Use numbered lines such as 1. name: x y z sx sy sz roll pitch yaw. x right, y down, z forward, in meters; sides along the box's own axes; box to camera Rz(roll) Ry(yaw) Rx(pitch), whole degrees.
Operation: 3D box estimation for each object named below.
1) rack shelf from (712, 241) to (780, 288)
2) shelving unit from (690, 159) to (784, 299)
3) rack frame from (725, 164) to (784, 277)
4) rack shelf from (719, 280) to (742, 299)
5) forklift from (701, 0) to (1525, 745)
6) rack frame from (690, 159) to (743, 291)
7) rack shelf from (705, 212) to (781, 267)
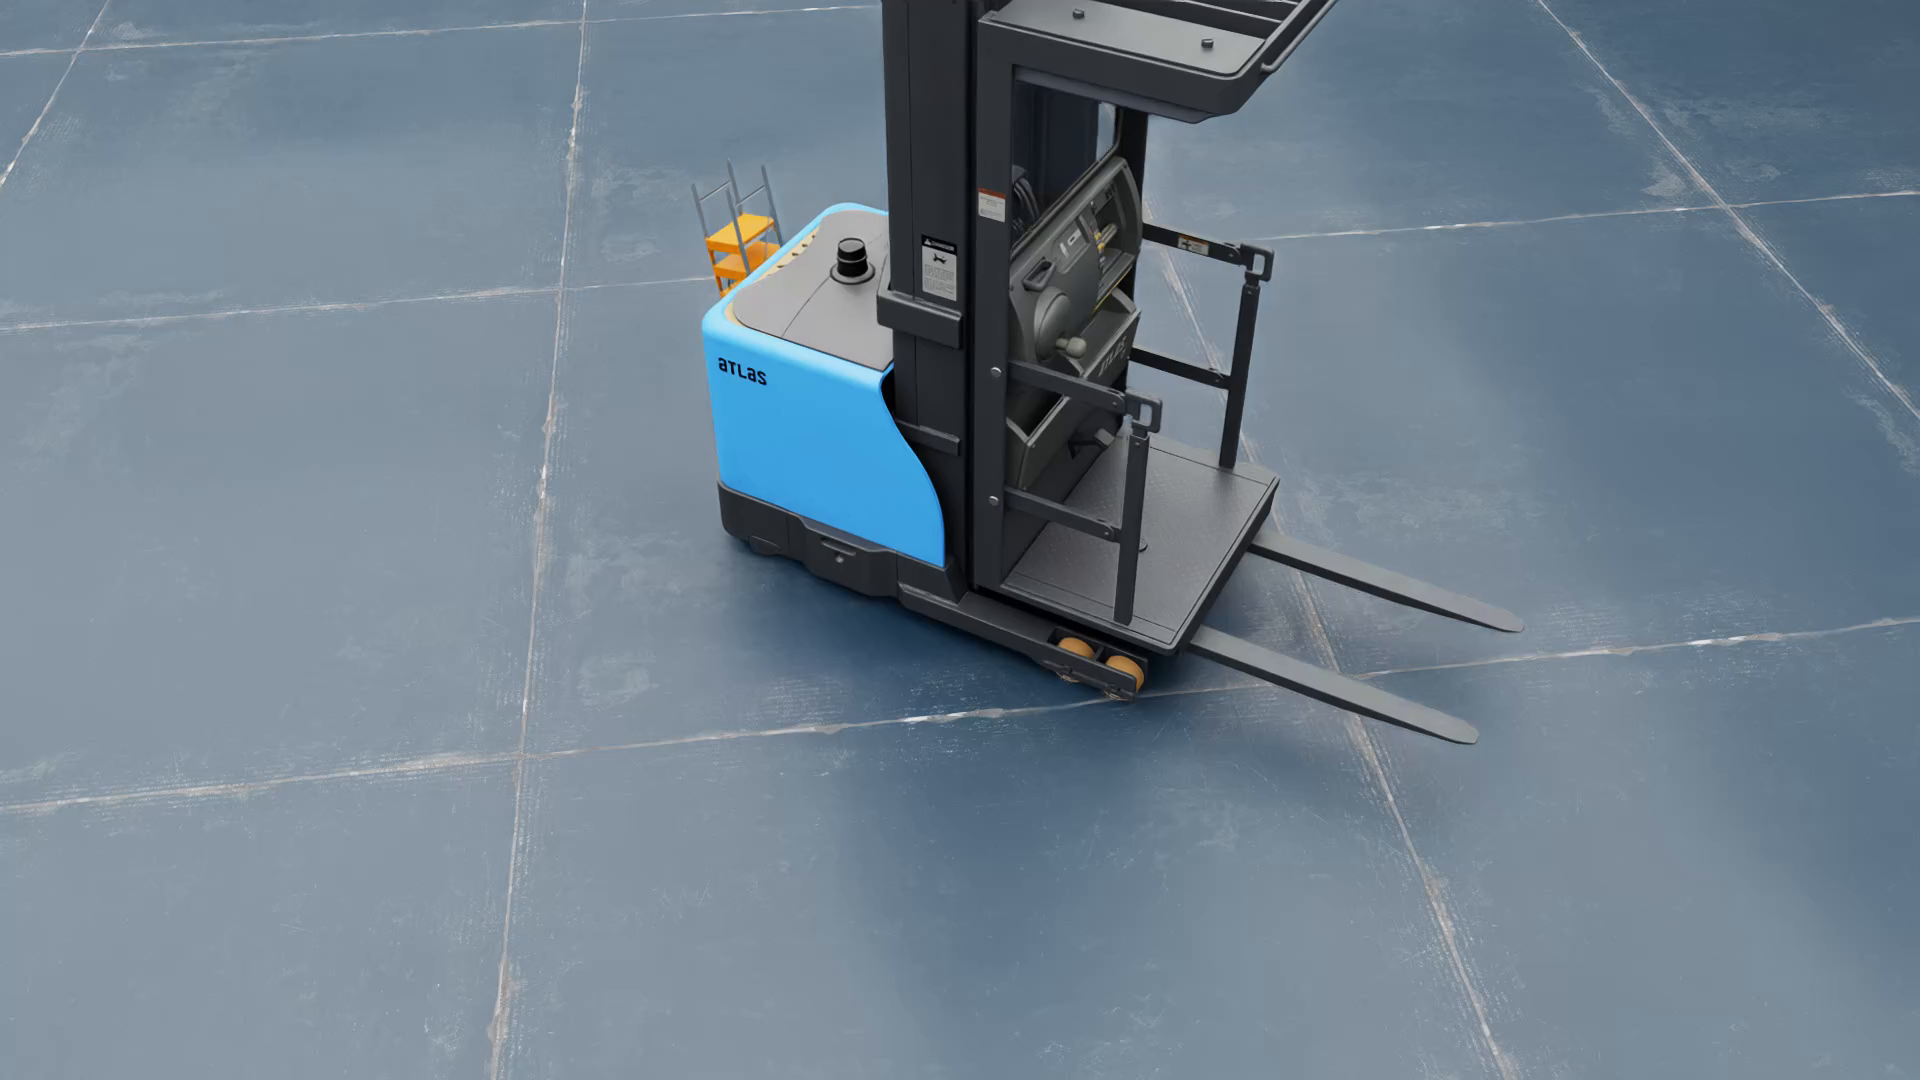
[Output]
1. rack shelf: -0.856 -1.122 6.800 0.180 0.103 0.258 15 43 32
2. shelving unit: -0.825 -0.966 6.913 0.189 1.200 0.258 15 43 32
3. rack frame: -0.751 -0.945 6.865 0.006 1.200 0.240 15 43 32
4. rack shelf: -0.837 -1.026 6.869 0.180 0.103 0.258 15 43 32
5. forklift: 0.580 -0.910 5.570 3.031 2.935 1.130 20 46 21
6. rack frame: -0.900 -0.986 6.962 0.006 1.200 0.240 15 43 32
7. rack shelf: -0.874 -1.218 6.730 0.180 0.103 0.258 15 43 32
